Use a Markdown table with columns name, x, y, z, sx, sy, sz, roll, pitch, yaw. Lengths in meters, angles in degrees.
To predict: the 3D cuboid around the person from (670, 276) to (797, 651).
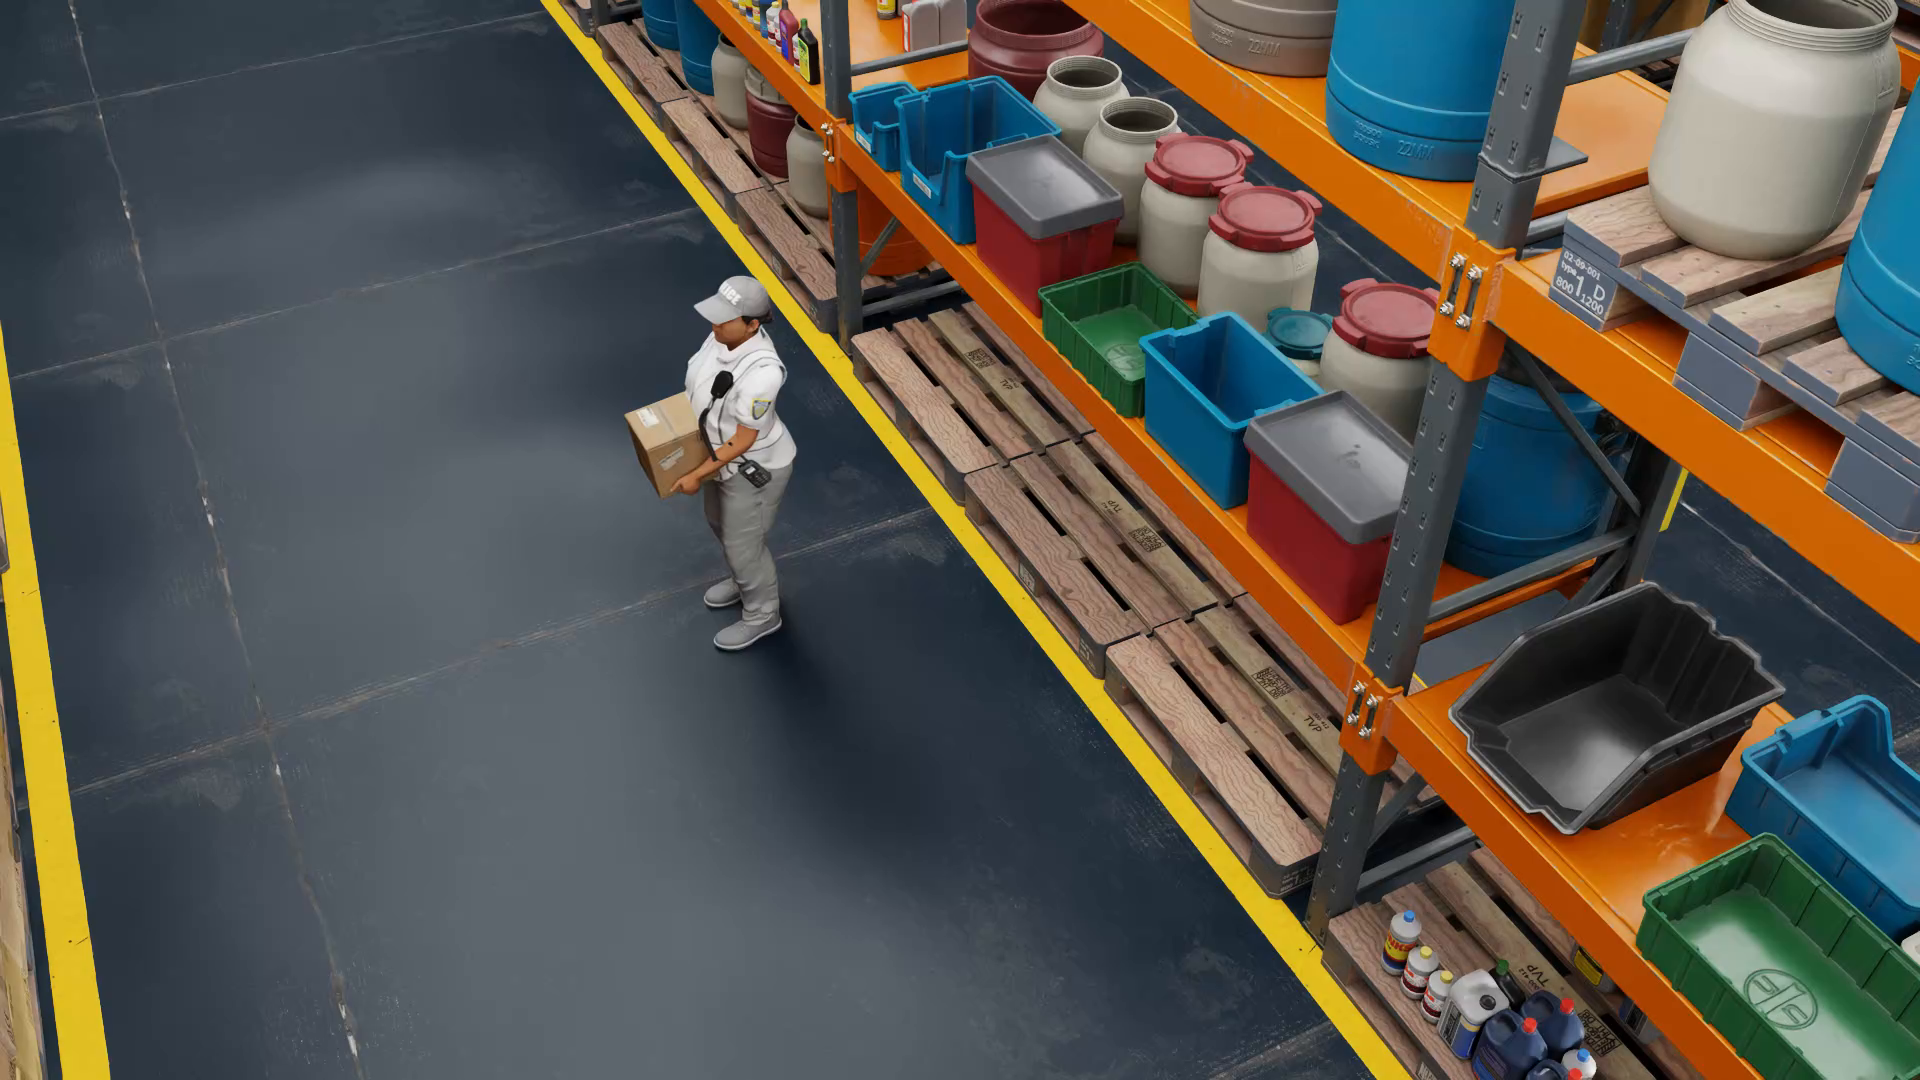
| name | x | y | z | sx | sy | sz | roll | pitch | yaw |
| --- | --- | --- | --- | --- | --- | --- | --- | --- | --- |
| person | -0.915 | -0.289 | 6.491 | 0.534 | 1.653 | 0.453 | -19 | 45 | -20 |
